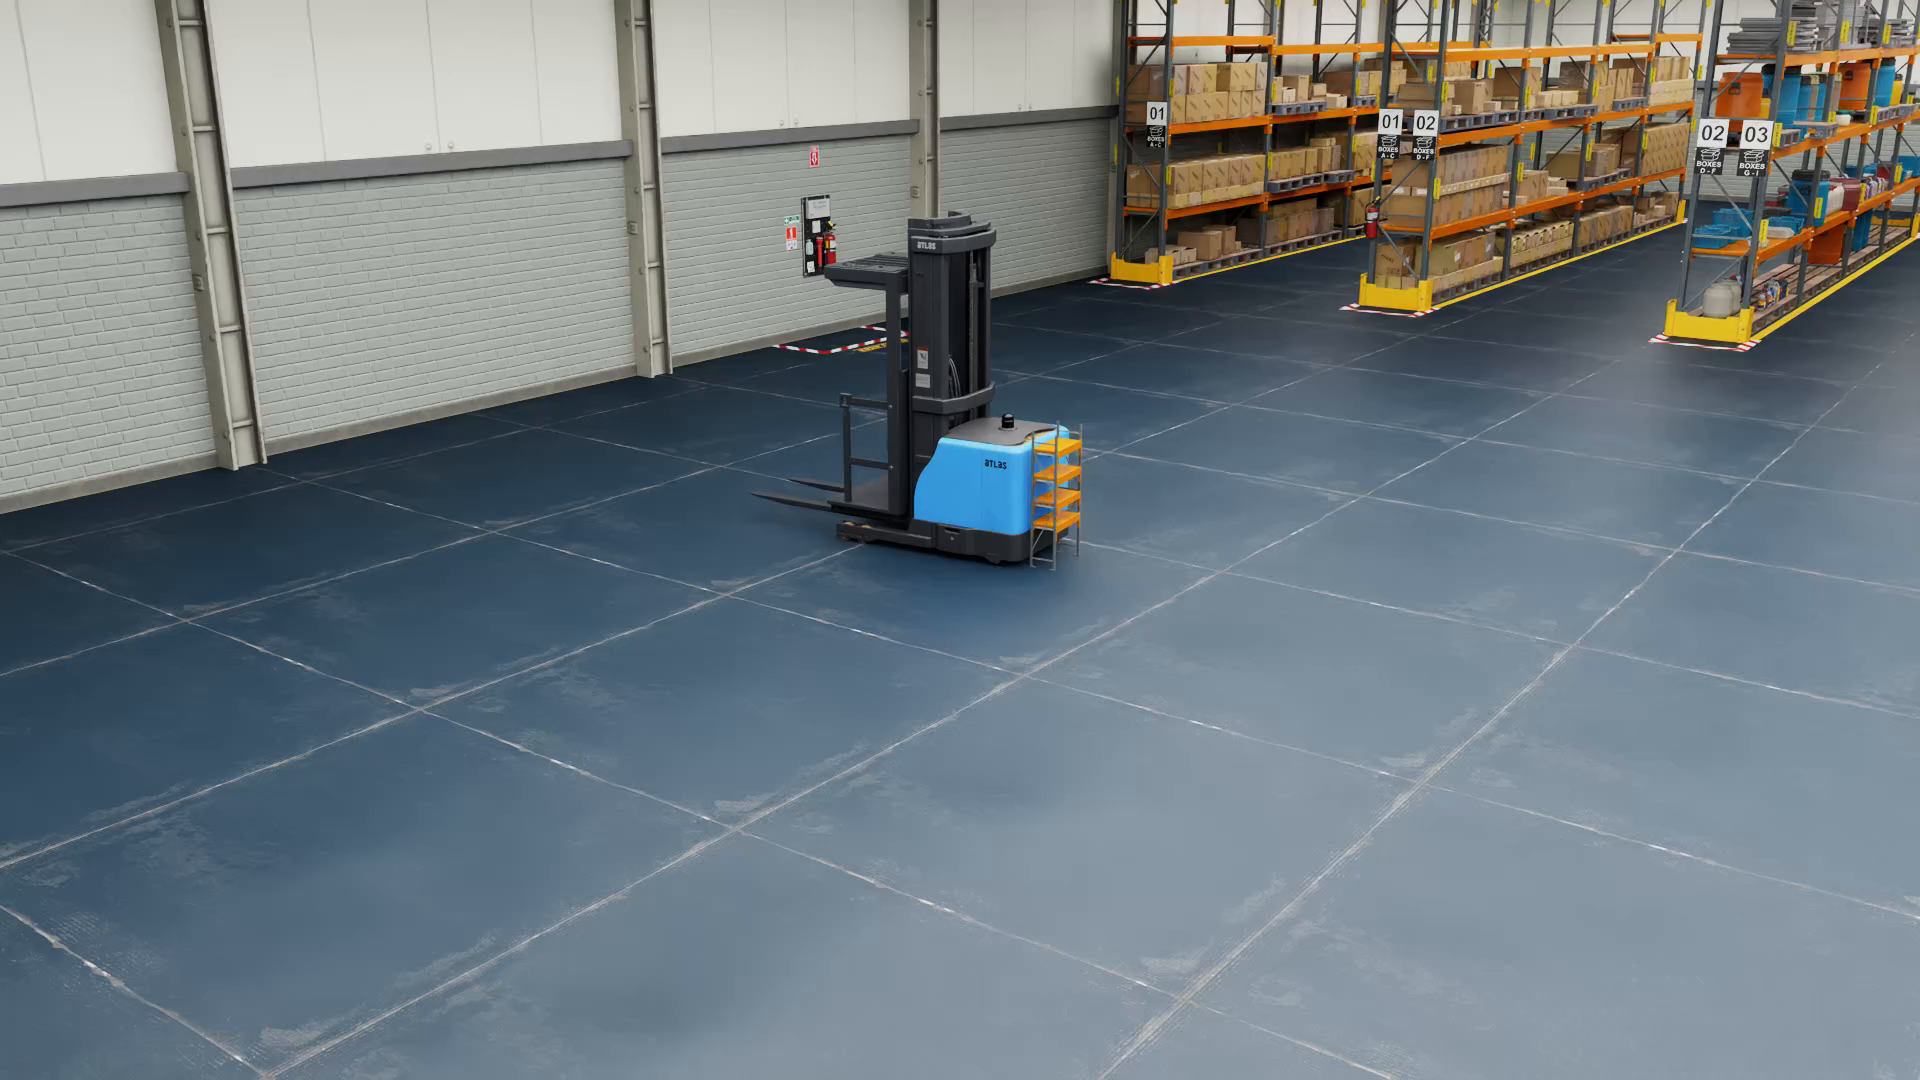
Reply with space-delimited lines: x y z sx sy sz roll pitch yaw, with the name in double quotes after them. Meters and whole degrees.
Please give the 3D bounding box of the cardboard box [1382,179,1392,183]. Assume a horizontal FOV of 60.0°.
10.164 -8.067 39.085 0.750 0.750 0.750 13 21 35 "cardboard box"

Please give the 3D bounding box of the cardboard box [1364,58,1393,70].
9.501 -10.799 37.733 0.500 0.250 0.500 12 21 33 "cardboard box"

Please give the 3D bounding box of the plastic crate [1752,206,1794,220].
13.223 -5.283 27.308 0.767 0.338 0.504 12 21 35 "plastic crate"

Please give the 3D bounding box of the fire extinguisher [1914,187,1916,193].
21.242 -8.013 36.756 0.296 0.674 0.183 12 21 35 "fire extinguisher"

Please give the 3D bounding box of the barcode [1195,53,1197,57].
4.507 -9.250 31.717 0.001 0.075 0.075 12 21 35 "barcode"

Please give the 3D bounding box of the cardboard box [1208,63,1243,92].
4.979 -8.707 31.283 0.500 0.500 0.500 12 21 33 "cardboard box"

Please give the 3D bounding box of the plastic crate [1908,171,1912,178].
20.447 -7.949 36.133 0.396 0.136 0.243 12 21 35 "plastic crate"

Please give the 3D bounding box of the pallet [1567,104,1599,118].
11.712 -8.408 32.529 1.213 0.211 1.003 14 22 37 "pallet"

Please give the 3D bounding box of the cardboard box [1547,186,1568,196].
11.731 -6.860 32.708 0.380 0.149 0.250 12 21 35 "cardboard box"

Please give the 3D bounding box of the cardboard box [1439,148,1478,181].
8.505 -6.493 28.743 0.700 0.500 0.500 12 21 35 "cardboard box"

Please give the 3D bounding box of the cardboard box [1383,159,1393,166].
9.479 -8.754 37.678 0.500 0.500 0.500 13 22 36 "cardboard box"

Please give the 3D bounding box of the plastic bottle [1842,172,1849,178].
17.910 -7.260 33.655 0.144 0.351 0.185 12 21 35 "plastic bottle"

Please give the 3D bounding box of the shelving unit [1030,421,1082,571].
0.836 -0.387 14.474 0.258 1.200 0.503 9 20 28 "shelving unit"

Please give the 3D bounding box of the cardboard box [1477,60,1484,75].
12.614 -11.768 41.142 0.500 0.500 0.500 12 21 35 "cardboard box"

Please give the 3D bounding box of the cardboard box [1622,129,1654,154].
14.935 -8.784 36.623 0.500 0.500 0.500 13 22 36 "cardboard box"

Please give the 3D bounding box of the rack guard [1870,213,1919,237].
20.791 -7.087 37.228 1.175 0.500 0.348 12 21 35 "rack guard"

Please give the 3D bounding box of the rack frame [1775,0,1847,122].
13.637 -8.280 26.738 1.000 3.000 0.127 12 21 35 "rack frame"

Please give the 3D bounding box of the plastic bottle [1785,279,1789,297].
13.615 -4.155 27.409 0.061 0.283 0.133 14 22 37 "plastic bottle"

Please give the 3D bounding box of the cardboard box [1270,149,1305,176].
6.717 -7.832 34.504 0.700 0.500 0.500 16 24 42 "cardboard box"

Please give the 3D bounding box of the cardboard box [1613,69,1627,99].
13.689 -9.655 35.178 0.600 0.600 0.600 12 21 34 "cardboard box"

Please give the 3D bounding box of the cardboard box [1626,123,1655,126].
15.728 -9.371 38.514 0.500 0.500 0.500 13 21 35 "cardboard box"

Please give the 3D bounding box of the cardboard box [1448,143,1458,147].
11.649 -9.688 40.884 0.980 0.700 0.700 11 20 32 "cardboard box"

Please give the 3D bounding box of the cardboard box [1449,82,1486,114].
8.487 -7.433 27.957 0.500 0.500 0.500 12 21 35 "cardboard box"

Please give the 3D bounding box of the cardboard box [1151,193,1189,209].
3.843 -6.211 30.410 0.500 0.250 0.500 12 21 33 "cardboard box"

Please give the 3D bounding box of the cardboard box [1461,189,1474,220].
8.486 -5.864 28.906 0.700 0.500 0.500 13 22 36 "cardboard box"

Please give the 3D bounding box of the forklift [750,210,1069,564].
-0.542 -1.494 15.119 3.031 2.935 1.130 10 20 29 "forklift"

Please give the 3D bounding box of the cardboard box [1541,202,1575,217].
12.443 -6.896 34.608 0.500 0.250 0.500 13 22 37 "cardboard box"

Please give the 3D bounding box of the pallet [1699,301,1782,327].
12.477 -3.638 26.610 1.003 0.211 1.213 12 21 35 "pallet"

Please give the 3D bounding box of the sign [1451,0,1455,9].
12.389 -13.510 41.738 0.100 0.325 0.005 12 21 35 "sign"

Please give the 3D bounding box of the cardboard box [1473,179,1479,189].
8.758 -6.180 28.830 0.380 0.149 0.250 13 22 36 "cardboard box"

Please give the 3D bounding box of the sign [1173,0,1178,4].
3.733 -9.465 28.849 0.100 0.325 0.005 12 21 35 "sign"

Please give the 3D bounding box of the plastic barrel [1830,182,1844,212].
15.579 -6.138 29.769 0.421 0.512 0.421 0 17 0 "plastic barrel"

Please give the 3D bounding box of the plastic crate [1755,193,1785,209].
13.680 -5.614 28.164 0.402 0.464 0.583 12 21 35 "plastic crate"

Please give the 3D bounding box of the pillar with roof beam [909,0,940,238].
2.902 -7.207 23.285 9.100 9.000 0.400 12 21 35 "pillar with roof beam"

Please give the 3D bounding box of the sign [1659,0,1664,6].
14.877 -11.486 35.222 0.100 0.325 0.005 12 21 35 "sign"

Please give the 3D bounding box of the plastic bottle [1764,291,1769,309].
12.734 -3.802 26.274 0.061 0.283 0.133 13 21 36 "plastic bottle"

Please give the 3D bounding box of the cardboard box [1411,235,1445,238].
8.241 -5.123 29.355 0.500 0.500 0.500 12 21 35 "cardboard box"

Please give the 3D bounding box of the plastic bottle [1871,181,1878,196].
17.910 -6.903 32.629 0.152 0.276 0.135 12 21 35 "plastic bottle"

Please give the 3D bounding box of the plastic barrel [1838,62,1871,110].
16.361 -8.340 30.559 0.600 0.830 0.708 12 21 35 "plastic barrel"

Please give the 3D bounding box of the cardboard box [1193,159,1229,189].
4.736 -6.932 31.469 0.500 0.500 0.500 13 22 36 "cardboard box"

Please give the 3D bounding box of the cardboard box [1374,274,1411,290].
7.360 -4.405 28.306 0.500 0.250 0.500 12 21 35 "cardboard box"

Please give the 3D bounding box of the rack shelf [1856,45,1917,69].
17.212 -9.174 31.506 1.077 0.370 4.000 12 21 35 "rack shelf"

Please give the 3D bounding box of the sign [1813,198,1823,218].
14.072 -5.447 27.265 0.100 0.325 0.005 12 21 35 "sign"

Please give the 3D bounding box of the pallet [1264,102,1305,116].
6.134 -8.636 33.261 1.213 0.211 1.003 12 21 35 "pallet"

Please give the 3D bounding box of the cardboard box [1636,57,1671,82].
15.392 -10.491 37.062 0.700 0.500 0.500 12 21 35 "cardboard box"

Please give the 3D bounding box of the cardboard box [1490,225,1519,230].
10.579 -5.956 32.353 0.500 0.311 0.500 12 21 34 "cardboard box"

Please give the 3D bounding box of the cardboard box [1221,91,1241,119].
4.967 -8.234 31.448 0.500 0.500 0.500 11 21 33 "cardboard box"

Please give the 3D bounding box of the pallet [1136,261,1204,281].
3.855 -5.086 31.272 1.003 0.211 1.213 12 21 35 "pallet"

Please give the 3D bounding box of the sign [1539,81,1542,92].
11.610 -9.019 33.306 0.100 0.325 0.005 12 21 35 "sign"

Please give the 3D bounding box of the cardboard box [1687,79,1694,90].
16.710 -10.581 38.617 0.500 0.250 0.500 12 21 35 "cardboard box"

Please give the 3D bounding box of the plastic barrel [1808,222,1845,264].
16.298 -5.651 31.340 0.600 0.830 0.708 12 21 35 "plastic barrel"

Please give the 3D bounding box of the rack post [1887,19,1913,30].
17.877 -9.954 32.257 0.937 0.300 0.954 12 21 34 "rack post"

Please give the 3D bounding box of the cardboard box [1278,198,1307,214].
6.984 -7.064 35.147 0.500 0.250 0.500 12 21 34 "cardboard box"

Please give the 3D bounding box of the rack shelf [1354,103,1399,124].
9.256 -9.683 37.529 1.077 0.370 4.000 12 21 35 "rack shelf"

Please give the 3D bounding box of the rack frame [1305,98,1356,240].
8.064 -8.118 36.333 1.000 3.000 0.127 12 21 35 "rack frame"

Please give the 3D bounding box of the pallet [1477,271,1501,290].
9.154 -4.777 30.277 1.003 0.211 1.213 12 21 35 "pallet"

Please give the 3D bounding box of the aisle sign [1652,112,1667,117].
16.616 -10.459 39.487 0.394 0.787 0.004 12 21 35 "aisle sign"

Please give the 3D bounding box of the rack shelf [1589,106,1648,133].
13.236 -8.809 34.713 1.077 0.370 4.000 12 21 35 "rack shelf"
